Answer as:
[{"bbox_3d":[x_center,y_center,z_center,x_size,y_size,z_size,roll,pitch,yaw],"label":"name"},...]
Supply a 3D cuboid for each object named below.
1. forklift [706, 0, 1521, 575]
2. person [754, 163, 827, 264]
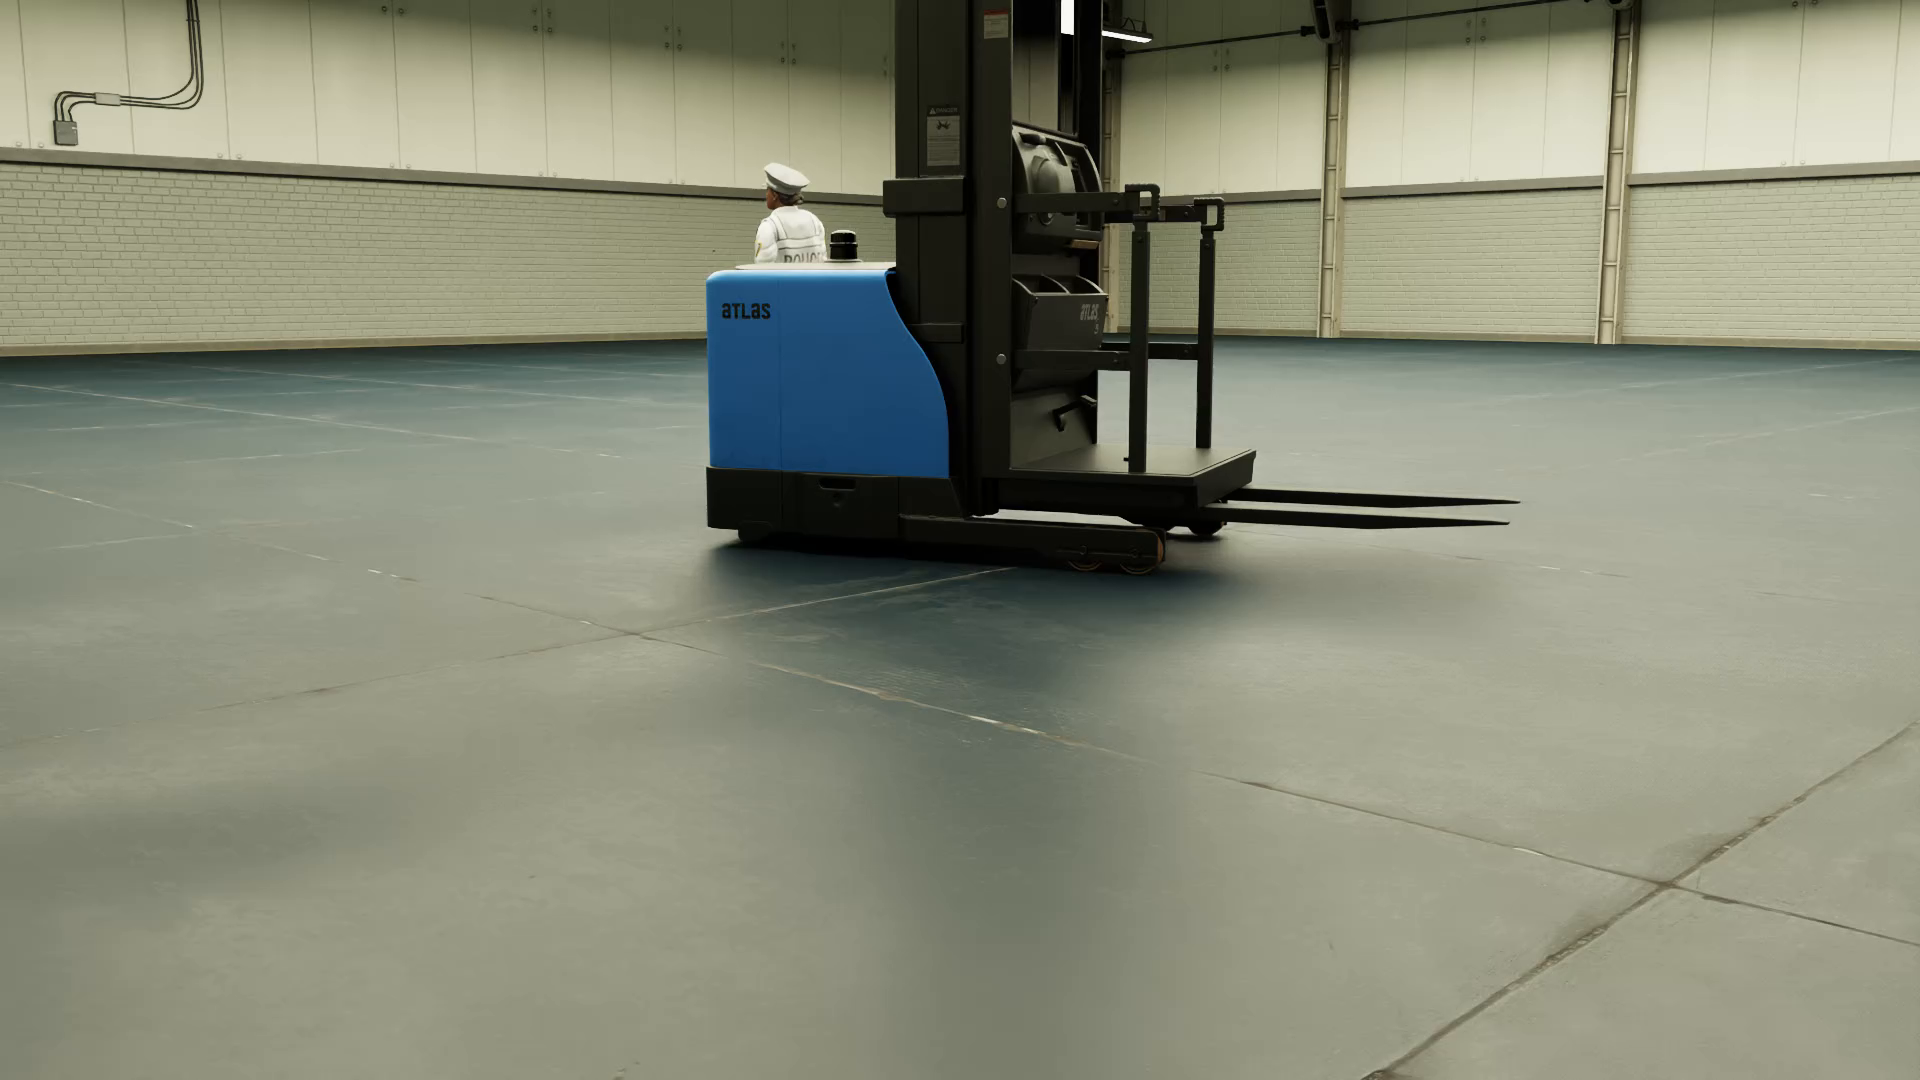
[{"bbox_3d":[0.565,-1.416,6.275,3.031,2.935,1.130,3,9,22],"label":"forklift"},{"bbox_3d":[-1.022,-1.285,9.509,0.570,1.695,0.530,-8,12,-42],"label":"person"}]
